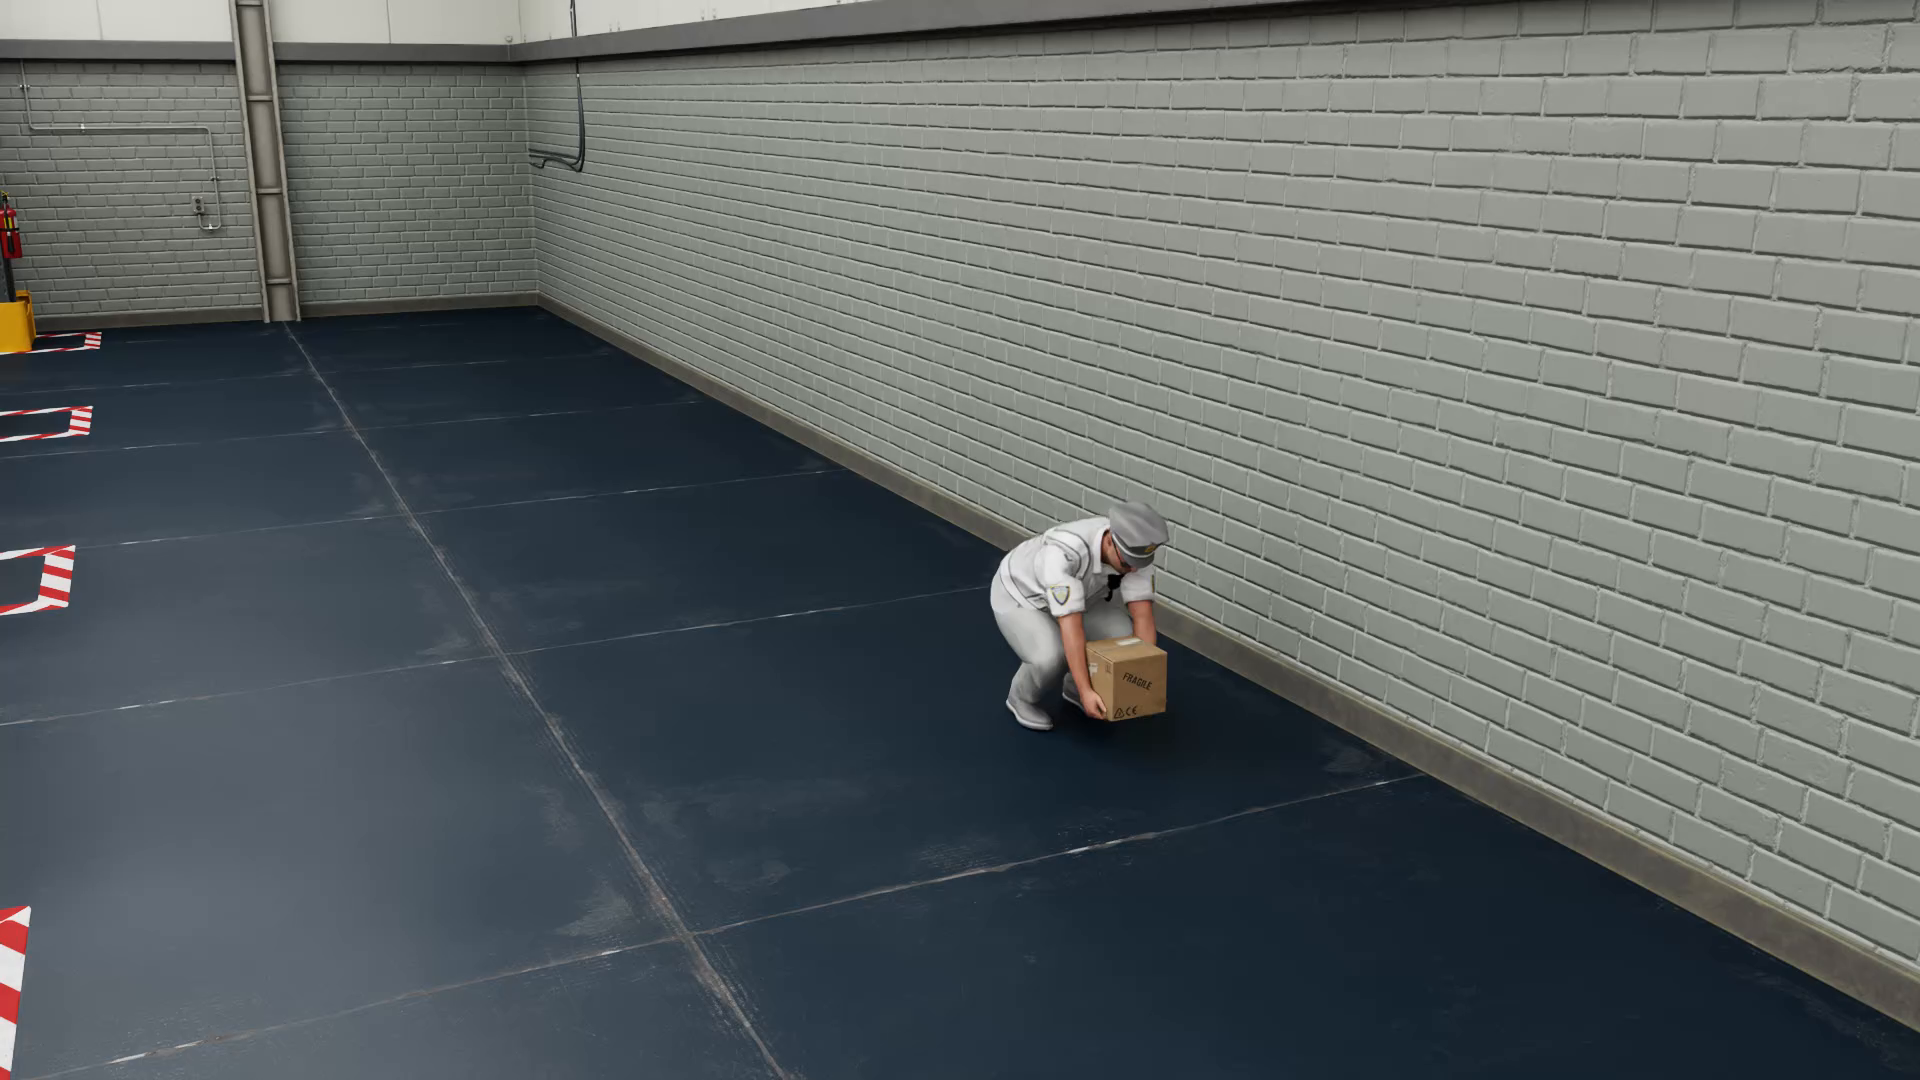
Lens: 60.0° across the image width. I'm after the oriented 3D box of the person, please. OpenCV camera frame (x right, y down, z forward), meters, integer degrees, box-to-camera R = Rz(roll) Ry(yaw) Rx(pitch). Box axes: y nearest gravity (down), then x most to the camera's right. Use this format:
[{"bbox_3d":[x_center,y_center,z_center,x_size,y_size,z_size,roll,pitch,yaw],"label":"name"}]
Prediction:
[{"bbox_3d":[0.494,0.291,6.863,0.534,1.020,0.925,-8,17,-26],"label":"person"}]
